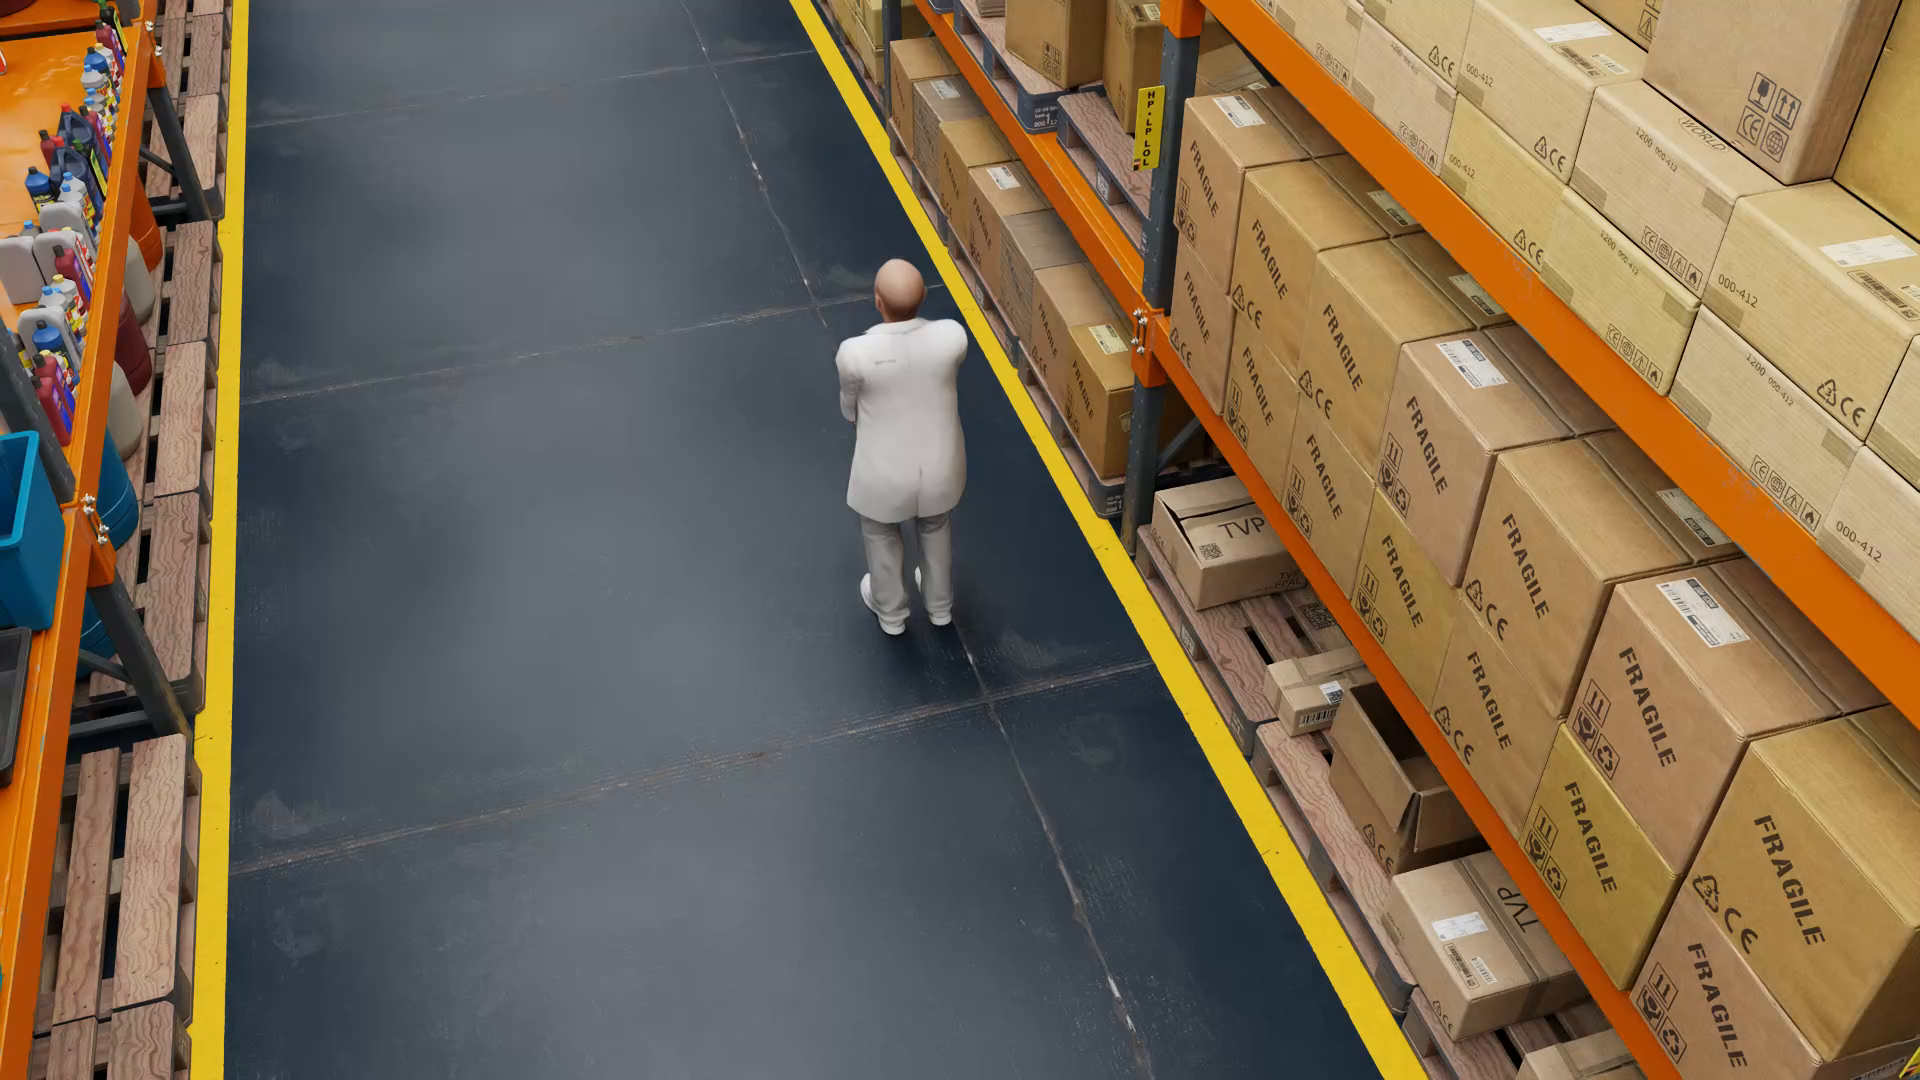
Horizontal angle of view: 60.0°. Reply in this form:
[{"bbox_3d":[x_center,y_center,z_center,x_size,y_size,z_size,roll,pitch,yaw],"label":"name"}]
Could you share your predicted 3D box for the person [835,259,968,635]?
[{"bbox_3d":[-0.243,-0.397,6.620,0.523,1.780,0.558,-12,43,-14],"label":"person"}]
